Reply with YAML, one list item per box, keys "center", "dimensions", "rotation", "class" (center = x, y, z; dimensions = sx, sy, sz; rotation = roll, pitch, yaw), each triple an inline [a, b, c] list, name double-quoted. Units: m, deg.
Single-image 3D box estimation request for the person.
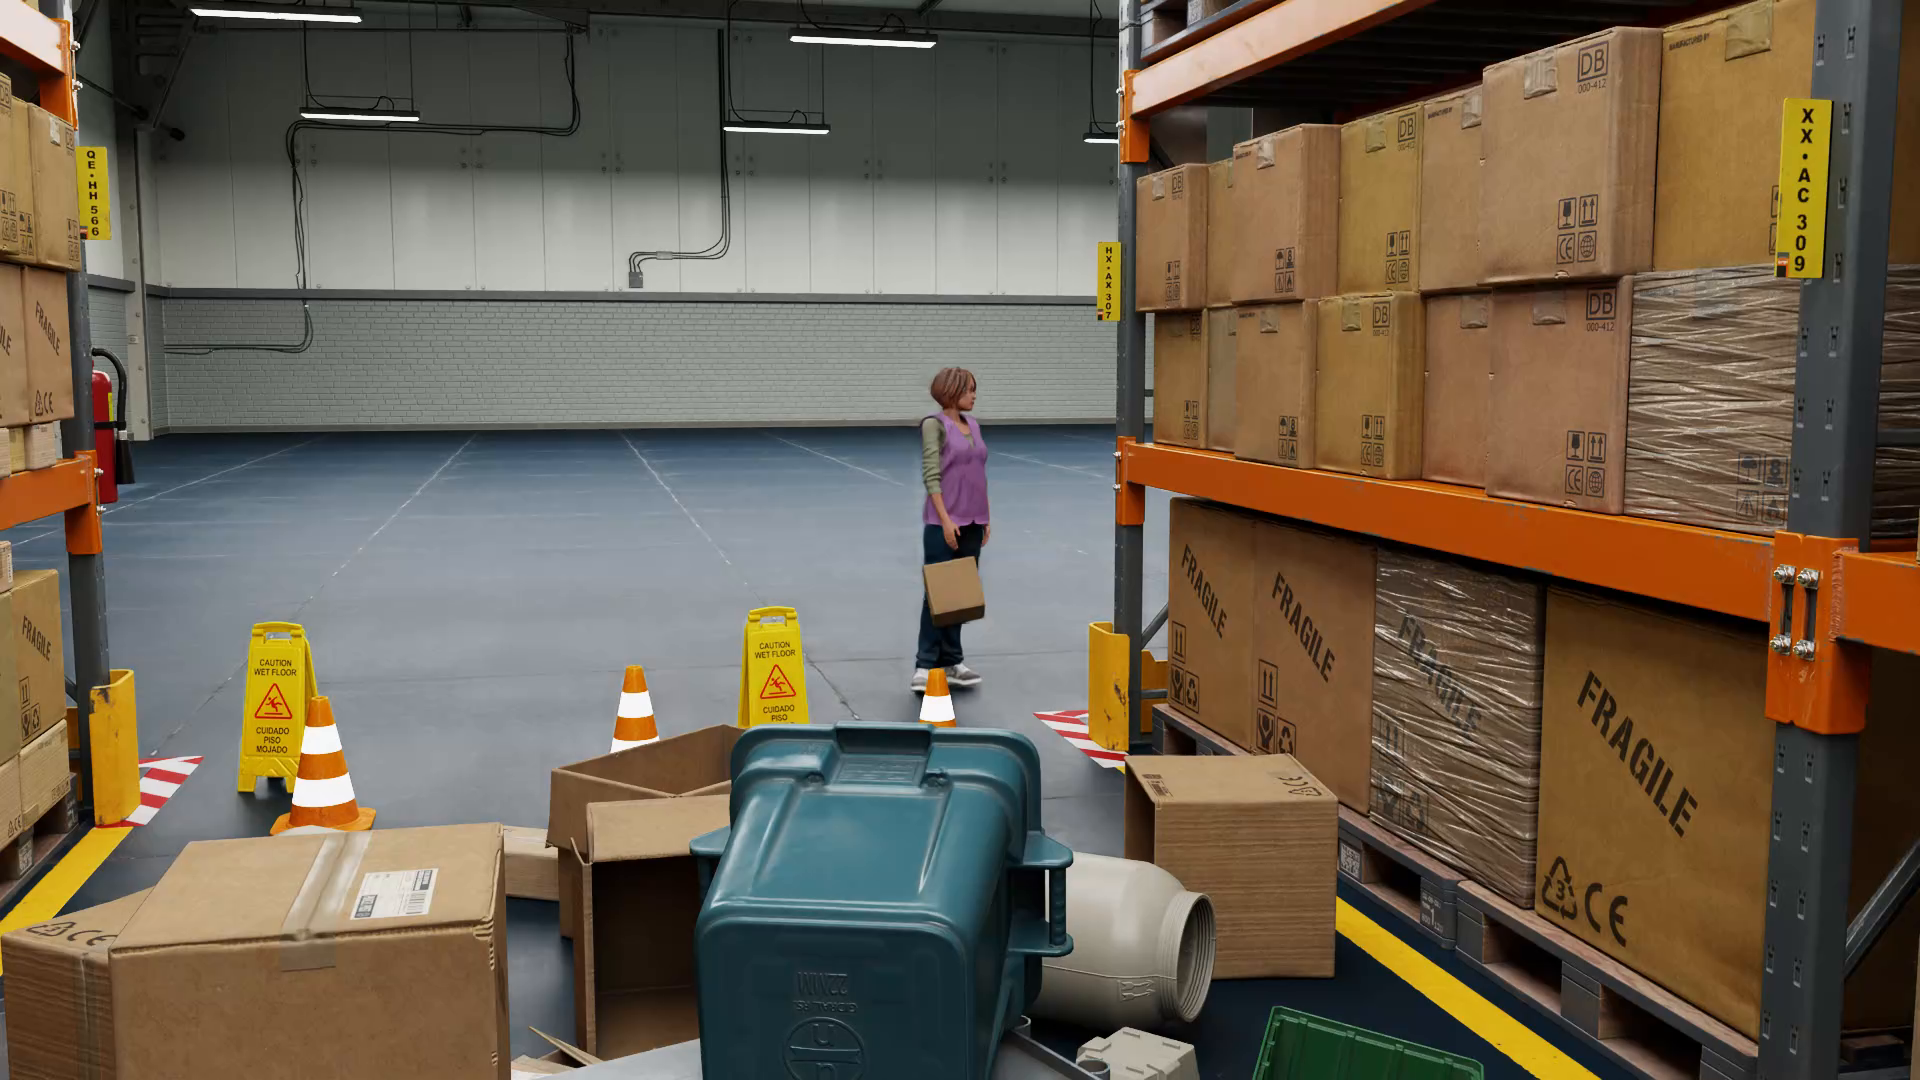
- center: [-0.039, -0.061, 8.300]
  dimensions: [0.343, 1.605, 0.517]
  rotation: [6, 9, 43]
  class: "person"
